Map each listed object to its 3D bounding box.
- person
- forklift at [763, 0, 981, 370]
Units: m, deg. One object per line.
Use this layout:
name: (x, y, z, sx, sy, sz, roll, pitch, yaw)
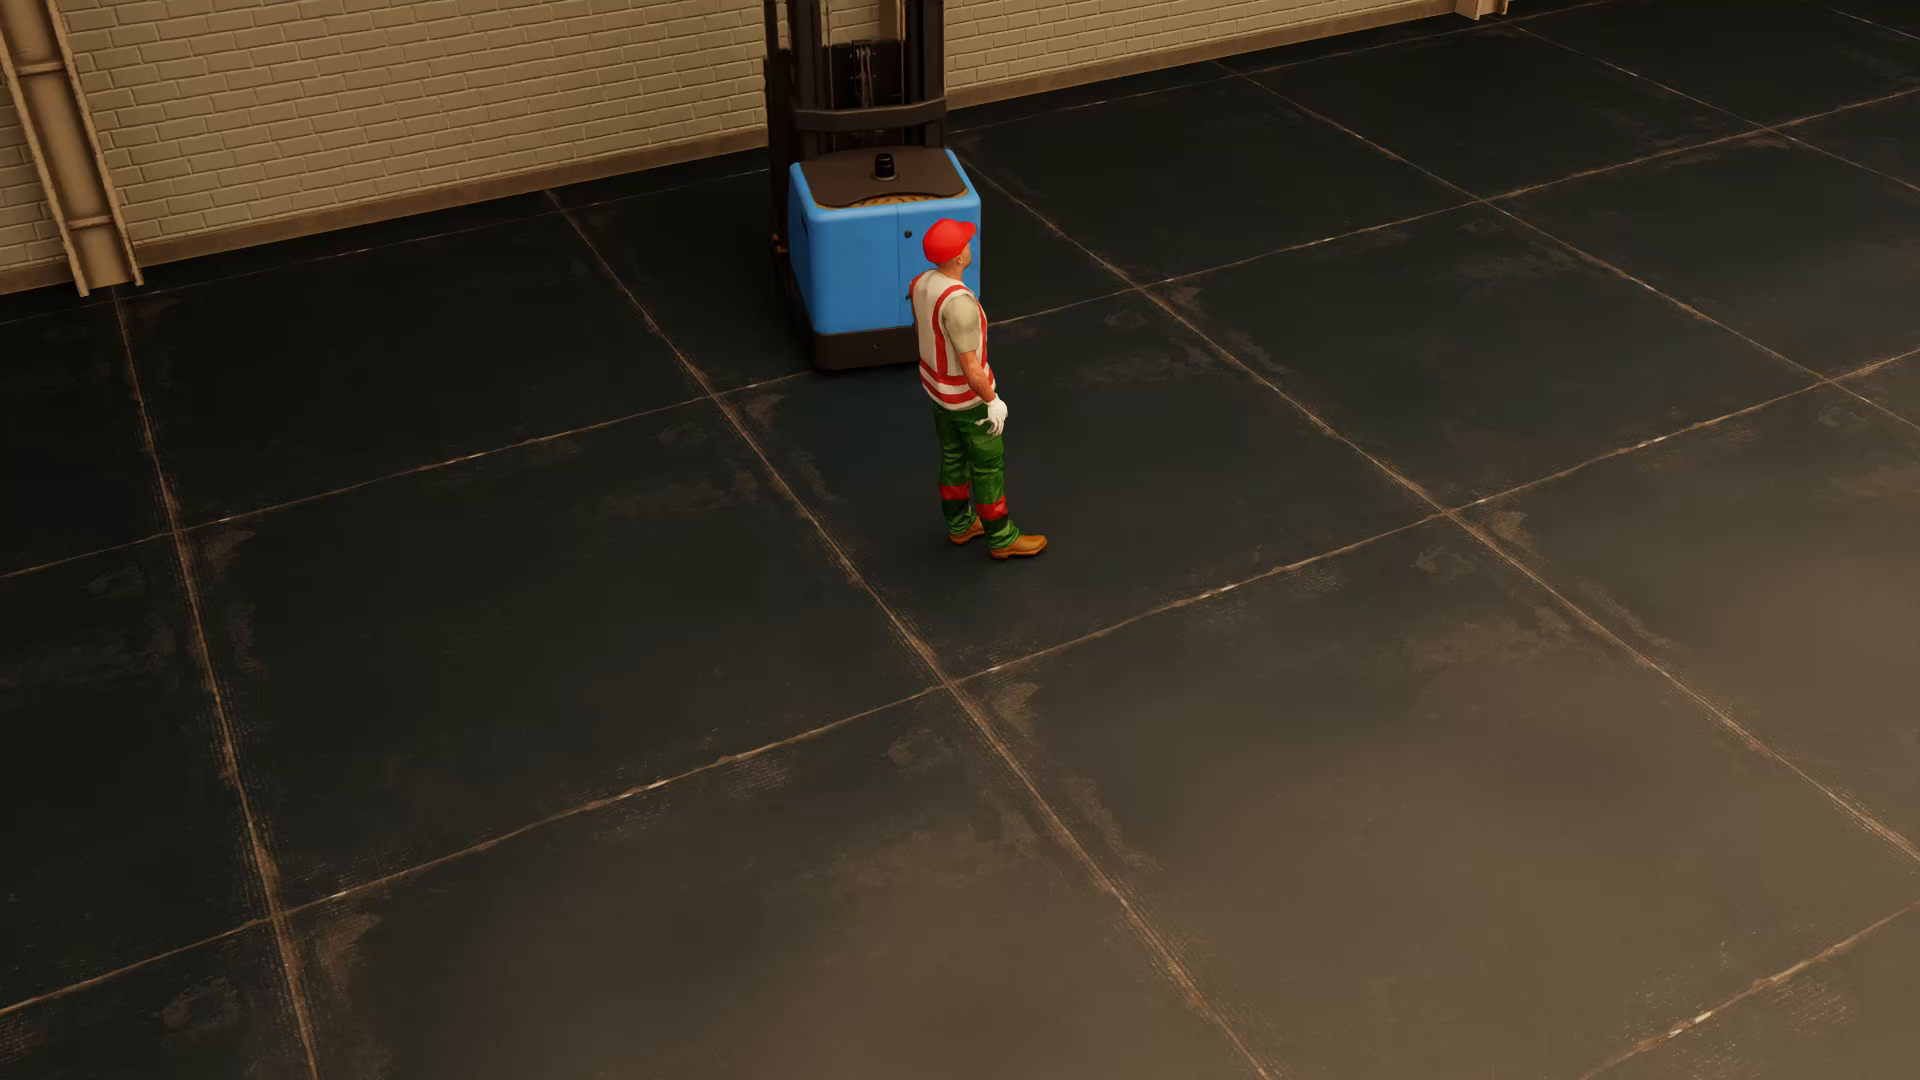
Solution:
person: (0.076, -0.753, 8.165, 0.562, 1.789, 0.638, -17, 39, -23)
forklift: (-0.696, -3.063, 10.456, 1.130, 2.935, 3.031, -8, 36, -11)
